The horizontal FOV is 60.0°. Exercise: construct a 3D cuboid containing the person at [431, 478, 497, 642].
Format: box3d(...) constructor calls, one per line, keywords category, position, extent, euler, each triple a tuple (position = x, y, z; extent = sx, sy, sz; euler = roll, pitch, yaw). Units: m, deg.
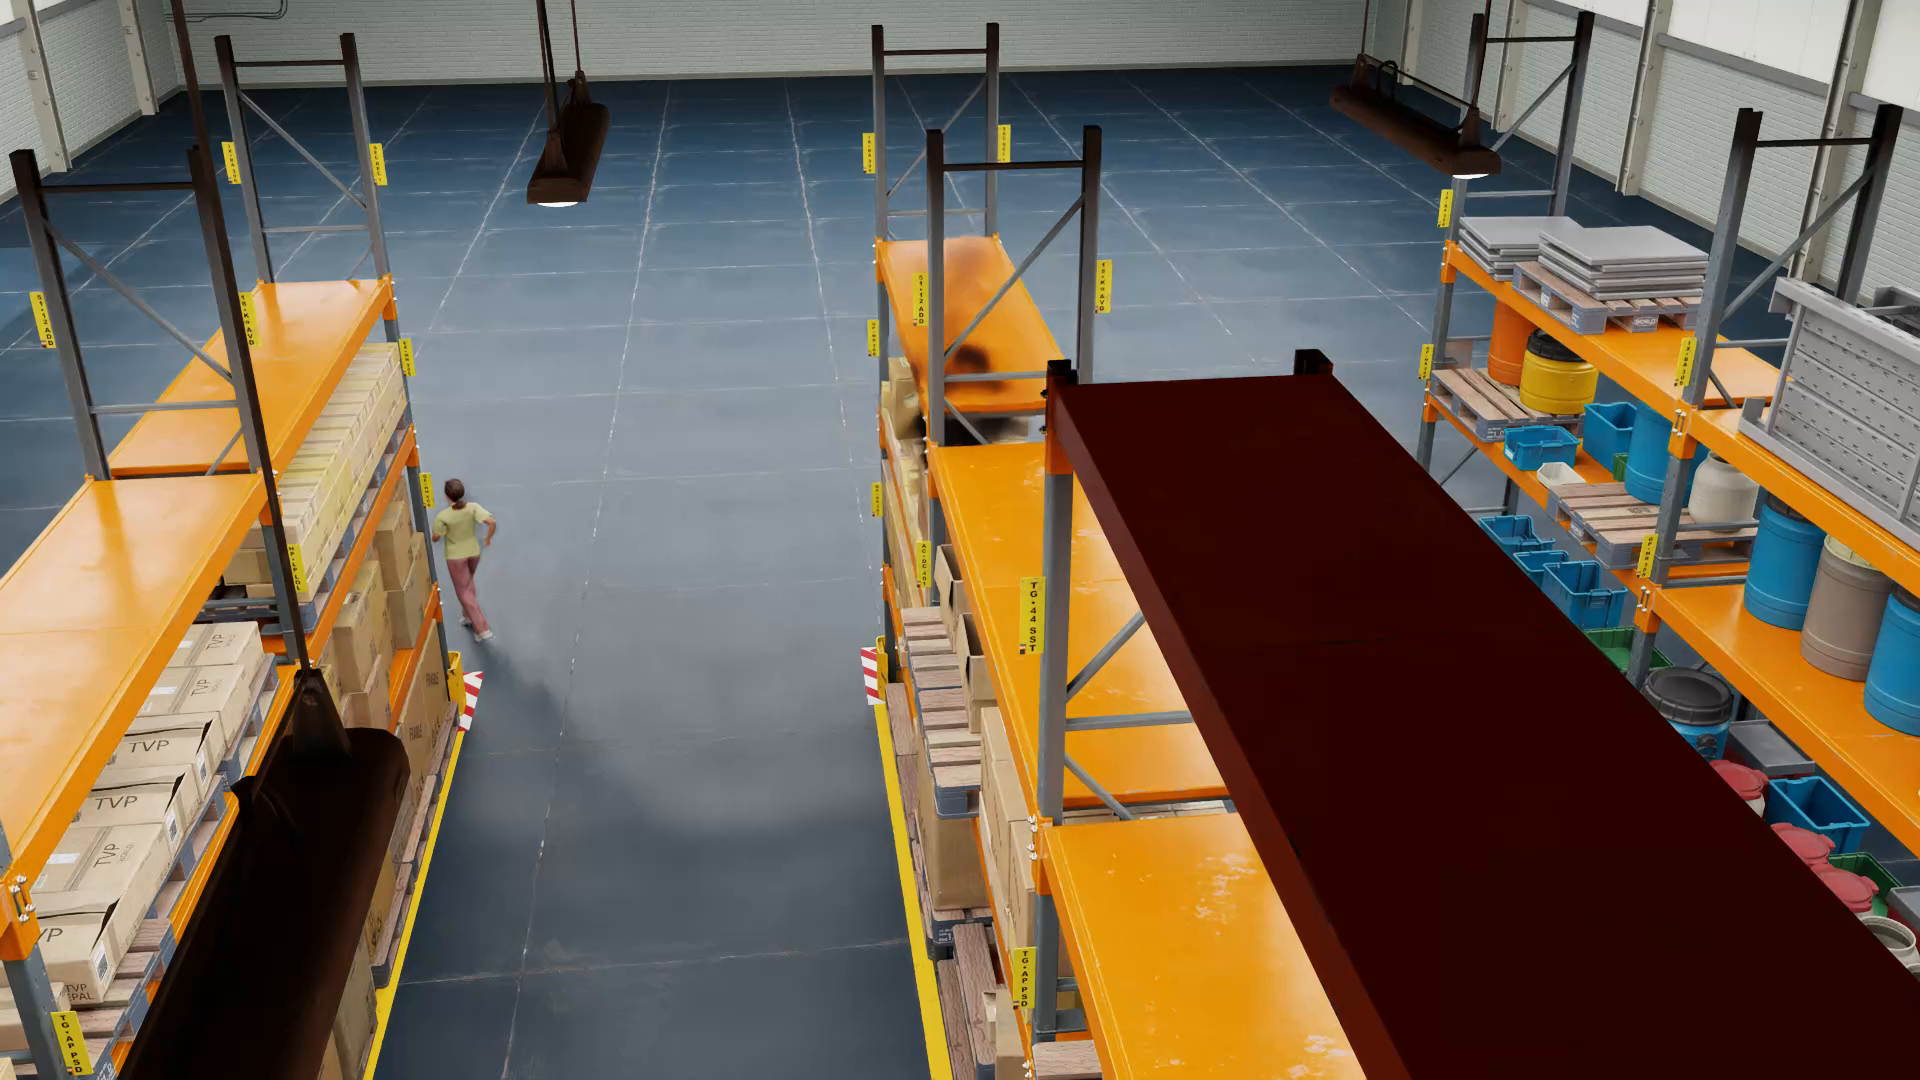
box3d(category="person", position=(-4.801, 0.198, 16.126), extent=(0.560, 1.706, 0.816), euler=(-23, 34, -39))
